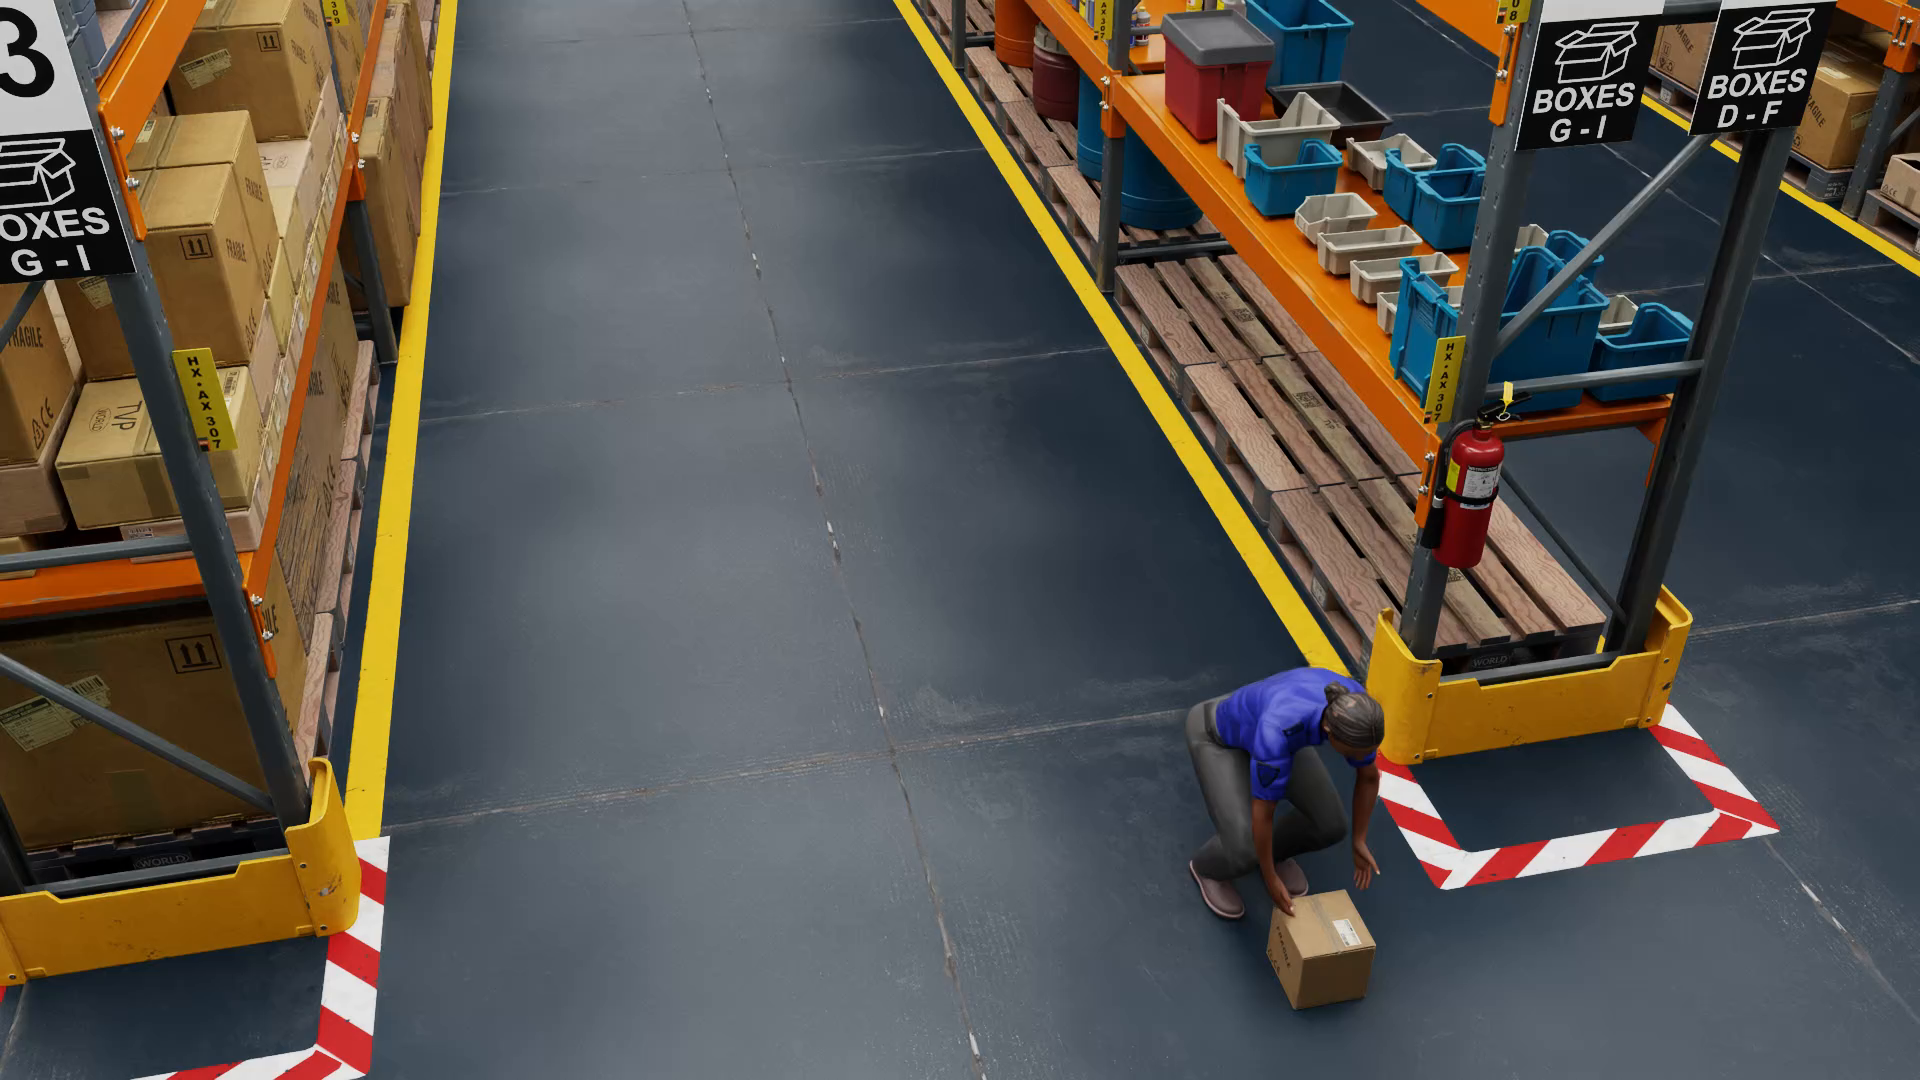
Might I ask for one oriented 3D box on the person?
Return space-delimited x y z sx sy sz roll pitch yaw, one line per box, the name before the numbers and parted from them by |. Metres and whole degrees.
person | 1.068 0.790 5.494 0.490 1.106 0.749 -13 37 -18
